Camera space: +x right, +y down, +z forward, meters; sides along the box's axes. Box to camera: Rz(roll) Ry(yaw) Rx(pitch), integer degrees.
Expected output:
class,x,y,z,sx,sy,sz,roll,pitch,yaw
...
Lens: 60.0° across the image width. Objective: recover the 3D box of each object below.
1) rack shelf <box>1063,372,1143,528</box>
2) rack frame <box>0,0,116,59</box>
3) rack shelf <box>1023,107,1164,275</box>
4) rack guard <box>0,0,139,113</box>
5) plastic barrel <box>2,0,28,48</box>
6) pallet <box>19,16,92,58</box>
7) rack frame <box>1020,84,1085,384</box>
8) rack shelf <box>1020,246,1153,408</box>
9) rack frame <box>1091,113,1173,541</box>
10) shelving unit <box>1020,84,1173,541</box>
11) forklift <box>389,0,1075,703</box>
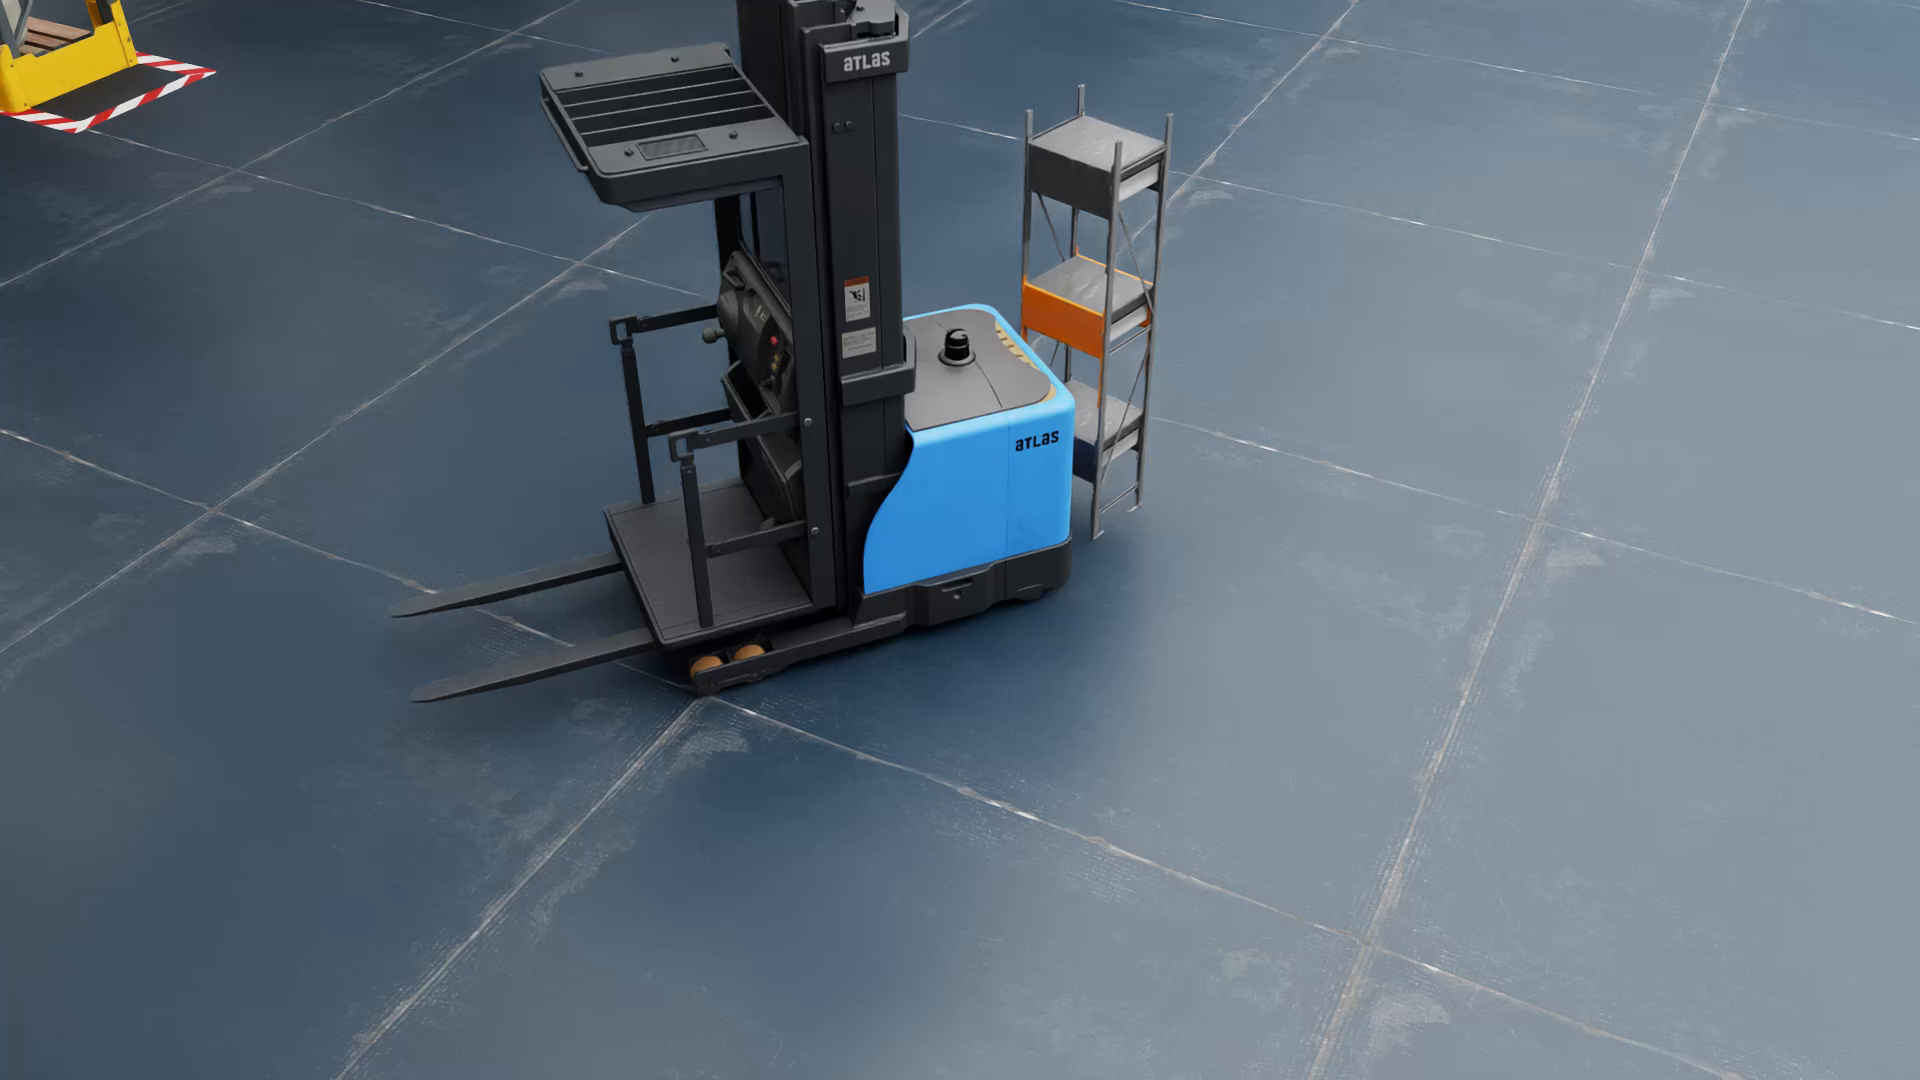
class,x,y,z,sx,sy,sz,roll,pitch,yaw
rack shelf,0.605,-0.453,8.291,0.480,0.518,0.431,28,45,32
rack frame,-6.860,-4.747,12.023,0.127,3.000,1.000,17,41,21
rack shelf,0.605,-1.568,7.444,0.480,0.518,0.431,28,45,32
rack guard,-6.950,-3.747,12.773,0.348,0.500,1.175,17,41,21
plastic barrel,-7.480,-4.065,12.835,0.421,0.512,0.421,0,37,0
pallet,-7.668,-3.861,13.162,1.213,0.211,1.003,17,41,21
rack frame,0.422,-1.119,7.988,0.015,2.100,0.400,28,45,32
rack shelf,0.605,-1.011,7.867,0.480,0.518,0.431,28,45,32
rack frame,0.788,-0.924,7.731,0.015,2.100,0.400,28,45,32
shelving unit,0.605,-1.022,7.859,0.503,2.100,0.431,28,45,32
forklift,-1.042,-0.852,6.948,3.031,2.935,1.130,-14,40,-18
